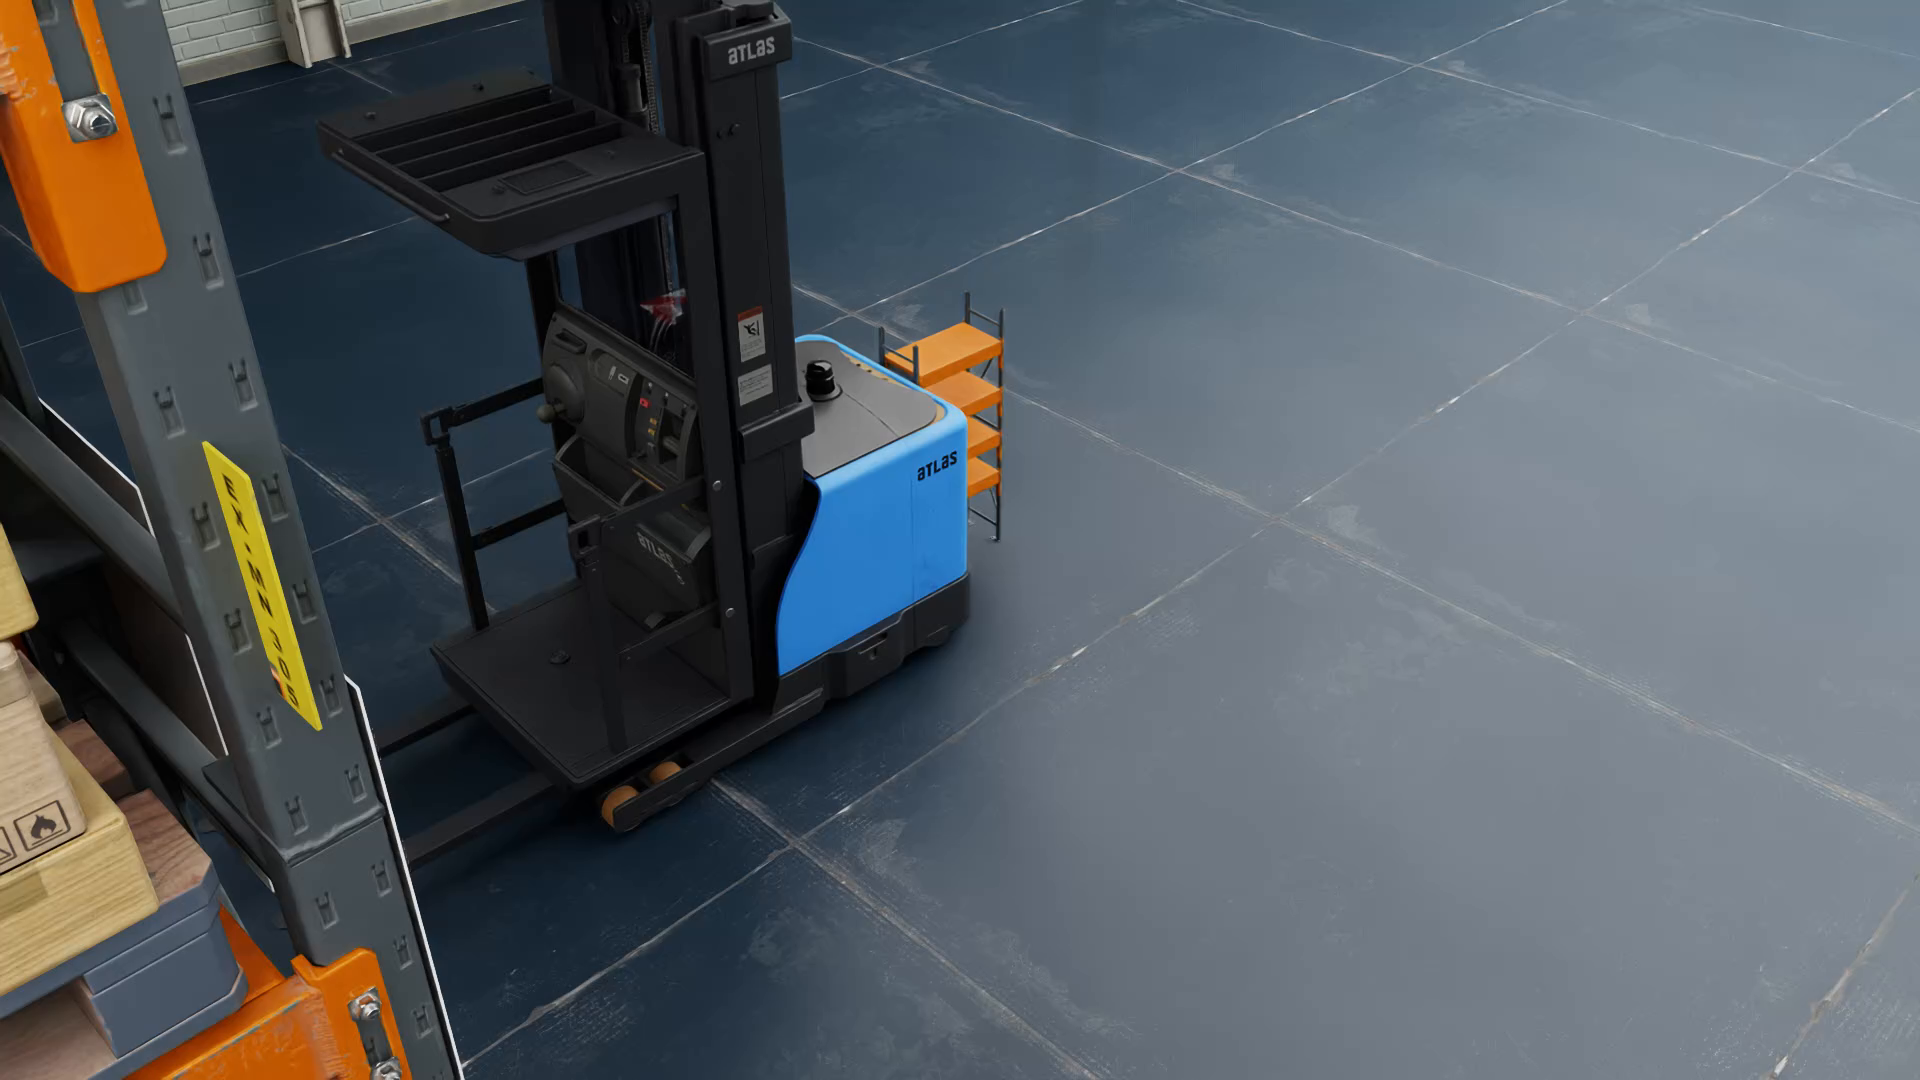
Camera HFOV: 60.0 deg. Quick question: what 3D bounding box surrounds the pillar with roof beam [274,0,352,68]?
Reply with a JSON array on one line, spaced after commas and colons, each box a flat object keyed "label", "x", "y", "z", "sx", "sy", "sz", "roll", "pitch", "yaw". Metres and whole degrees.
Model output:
[{"label": "pillar with roof beam", "x": -2.055, "y": -5.805, "z": 8.208, "sx": 9.100, "sy": 9.000, "sz": 0.400, "roll": 30, "pitch": 45, "yaw": 35}]

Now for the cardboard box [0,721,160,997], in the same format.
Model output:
[{"label": "cardboard box", "x": -1.092, "y": 0.320, "z": 1.811, "sx": 0.380, "sy": 0.149, "sz": 0.250, "roll": 29, "pitch": 44, "yaw": 35}]

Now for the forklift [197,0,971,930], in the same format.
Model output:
[{"label": "forklift", "x": -1.378, "y": -0.456, "z": 5.842, "sx": 3.031, "sy": 2.935, "sz": 1.130, "roll": -28, "pitch": 44, "yaw": -34}]

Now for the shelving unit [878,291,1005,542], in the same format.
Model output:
[{"label": "shelving unit", "x": -0.074, "y": -0.440, "z": 7.332, "sx": 0.503, "sy": 1.200, "sz": 0.258, "roll": -28, "pitch": 43, "yaw": -34}]

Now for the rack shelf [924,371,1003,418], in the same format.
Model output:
[{"label": "rack shelf", "x": -0.074, "y": -0.568, "z": 7.243, "sx": 0.480, "sy": 0.148, "sz": 0.258, "roll": -28, "pitch": 43, "yaw": -34}]

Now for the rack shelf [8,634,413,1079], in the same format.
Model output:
[{"label": "rack shelf", "x": -2.507, "y": 1.266, "z": 1.319, "sx": 1.077, "sy": 0.370, "sz": 4.000, "roll": 30, "pitch": 45, "yaw": 35}]

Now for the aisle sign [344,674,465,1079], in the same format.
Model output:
[{"label": "aisle sign", "x": -0.835, "y": 0.415, "z": 2.260, "sx": 0.394, "sy": 0.787, "sz": 0.004, "roll": 30, "pitch": 45, "yaw": 35}]

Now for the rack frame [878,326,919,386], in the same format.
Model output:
[{"label": "rack frame", "x": -0.254, "y": -0.346, "z": 7.197, "sx": 0.015, "sy": 1.200, "sz": 0.240, "roll": -28, "pitch": 43, "yaw": -34}]

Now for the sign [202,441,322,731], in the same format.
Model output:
[{"label": "sign", "x": -0.723, "y": 0.053, "z": 1.725, "sx": 0.100, "sy": 0.325, "sz": 0.005, "roll": 30, "pitch": 45, "yaw": 35}]

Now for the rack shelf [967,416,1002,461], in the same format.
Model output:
[{"label": "rack shelf", "x": -0.074, "y": -0.385, "z": 7.370, "sx": 0.480, "sy": 0.148, "sz": 0.258, "roll": -28, "pitch": 43, "yaw": -34}]

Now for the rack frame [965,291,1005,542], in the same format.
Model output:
[{"label": "rack frame", "x": 0.106, "y": -0.534, "z": 7.467, "sx": 0.015, "sy": 1.200, "sz": 0.240, "roll": -28, "pitch": 43, "yaw": -34}]

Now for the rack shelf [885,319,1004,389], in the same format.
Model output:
[{"label": "rack shelf", "x": -0.074, "y": -0.762, "z": 7.107, "sx": 0.480, "sy": 0.148, "sz": 0.258, "roll": -28, "pitch": 43, "yaw": -34}]

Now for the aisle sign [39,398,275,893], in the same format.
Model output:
[{"label": "aisle sign", "x": -1.261, "y": 0.173, "z": 2.607, "sx": 0.394, "sy": 0.787, "sz": 0.004, "roll": 30, "pitch": 45, "yaw": 35}]

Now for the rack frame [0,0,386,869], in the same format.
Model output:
[{"label": "rack frame", "x": -1.098, "y": -1.071, "z": 1.419, "sx": 1.000, "sy": 3.000, "sz": 0.127, "roll": 30, "pitch": 45, "yaw": 35}]

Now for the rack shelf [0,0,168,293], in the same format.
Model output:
[{"label": "rack shelf", "x": -2.507, "y": 0.200, "z": 0.575, "sx": 1.077, "sy": 0.370, "sz": 4.000, "roll": 30, "pitch": 45, "yaw": 35}]

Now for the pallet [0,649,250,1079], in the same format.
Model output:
[{"label": "pallet", "x": -1.613, "y": 0.501, "z": 1.865, "sx": 1.003, "sy": 0.211, "sz": 1.213, "roll": 30, "pitch": 45, "yaw": 35}]

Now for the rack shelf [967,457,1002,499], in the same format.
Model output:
[{"label": "rack shelf", "x": -0.074, "y": -0.222, "z": 7.484, "sx": 0.480, "sy": 0.148, "sz": 0.258, "roll": -28, "pitch": 43, "yaw": -34}]

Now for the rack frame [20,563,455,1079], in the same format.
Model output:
[{"label": "rack frame", "x": -1.098, "y": 1.389, "z": 3.136, "sx": 1.000, "sy": 3.000, "sz": 0.127, "roll": 30, "pitch": 45, "yaw": 35}]

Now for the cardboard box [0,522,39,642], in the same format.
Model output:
[{"label": "cardboard box", "x": -1.095, "y": -0.005, "z": 1.580, "sx": 0.250, "sy": 0.149, "sz": 0.380, "roll": -29, "pitch": 44, "yaw": -35}]

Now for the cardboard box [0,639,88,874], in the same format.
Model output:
[{"label": "cardboard box", "x": -1.245, "y": 0.197, "z": 1.640, "sx": 0.500, "sy": 0.250, "sz": 0.500, "roll": -29, "pitch": 44, "yaw": -35}]
